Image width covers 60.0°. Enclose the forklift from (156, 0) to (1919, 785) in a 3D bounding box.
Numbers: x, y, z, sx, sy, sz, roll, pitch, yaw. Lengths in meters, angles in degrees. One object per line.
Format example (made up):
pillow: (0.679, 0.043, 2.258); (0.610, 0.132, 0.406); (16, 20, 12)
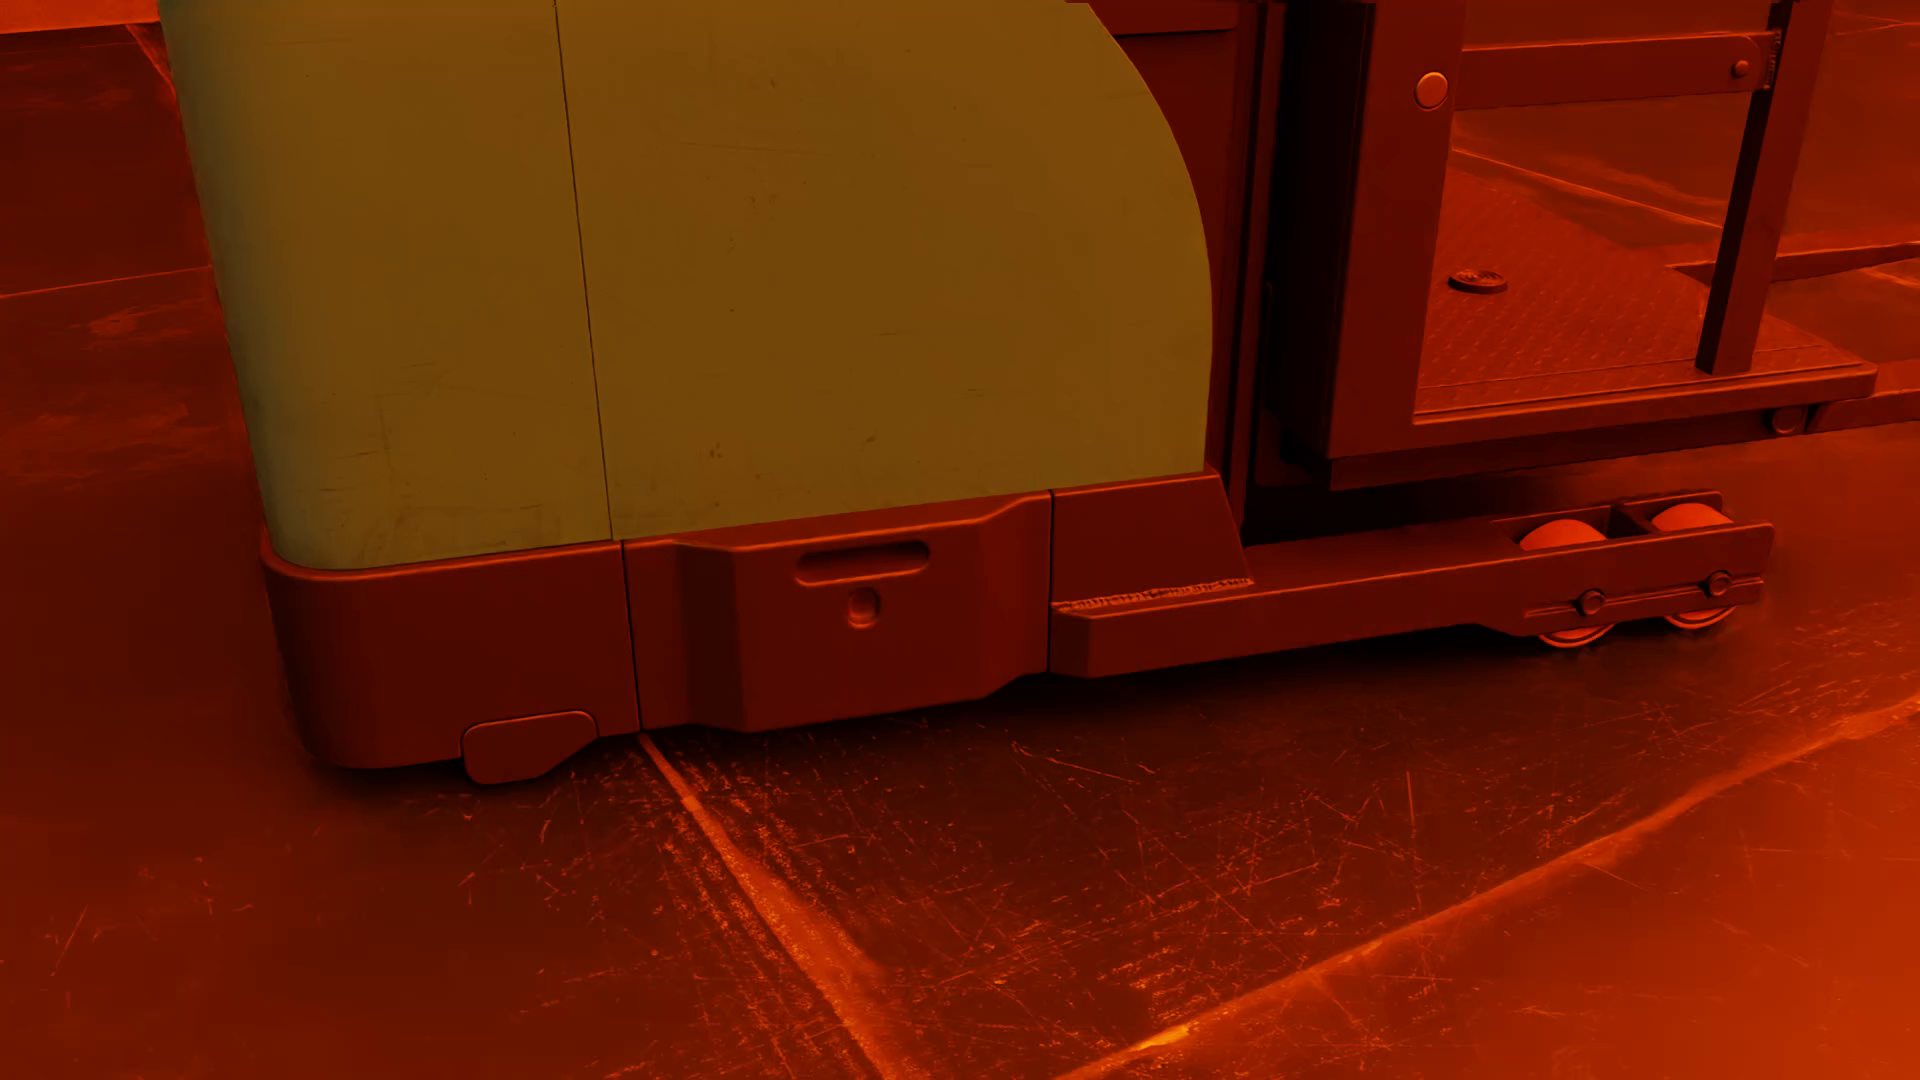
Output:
forklift: (0.591, -1.387, 1.995); (3.031, 2.935, 1.130); (-7, 28, -14)
